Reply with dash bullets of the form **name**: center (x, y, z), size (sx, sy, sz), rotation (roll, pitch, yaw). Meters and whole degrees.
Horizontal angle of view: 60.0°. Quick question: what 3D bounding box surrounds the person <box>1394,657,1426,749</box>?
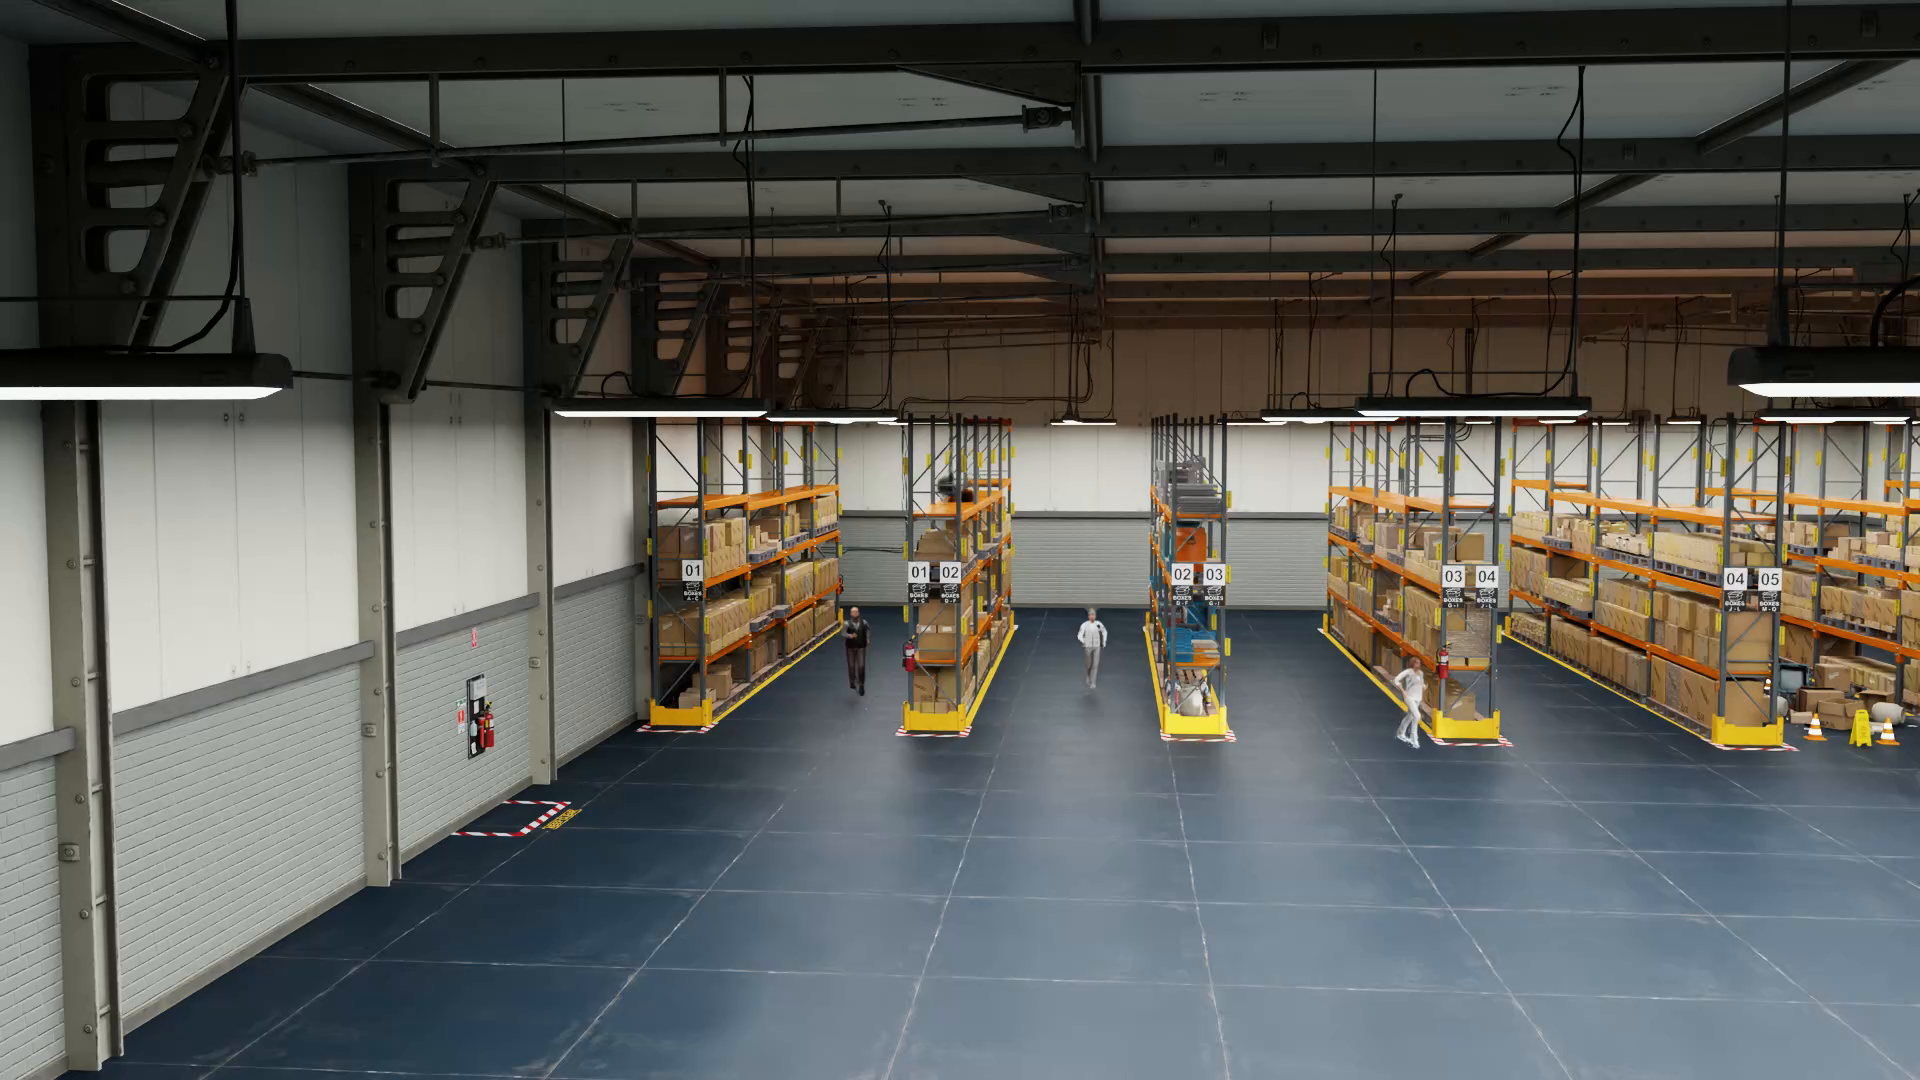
- **person**: center (8.122, 2.908, 29.956), size (0.540, 1.638, 0.664), rotation (-2, 5, -33)

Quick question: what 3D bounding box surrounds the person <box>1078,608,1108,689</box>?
- **person**: center (2.801, 2.262, 34.950), size (0.632, 1.665, 0.765), rotation (0, 4, 1)

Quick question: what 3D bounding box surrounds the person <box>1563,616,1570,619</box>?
- **person**: center (17.095, 1.751, 46.609), size (0.721, 1.694, 0.877), rotation (-1, 4, -21)

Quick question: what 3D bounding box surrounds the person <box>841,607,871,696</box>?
- **person**: center (-2.143, 2.300, 34.362), size (0.622, 1.821, 0.721), rotation (0, 4, -5)
